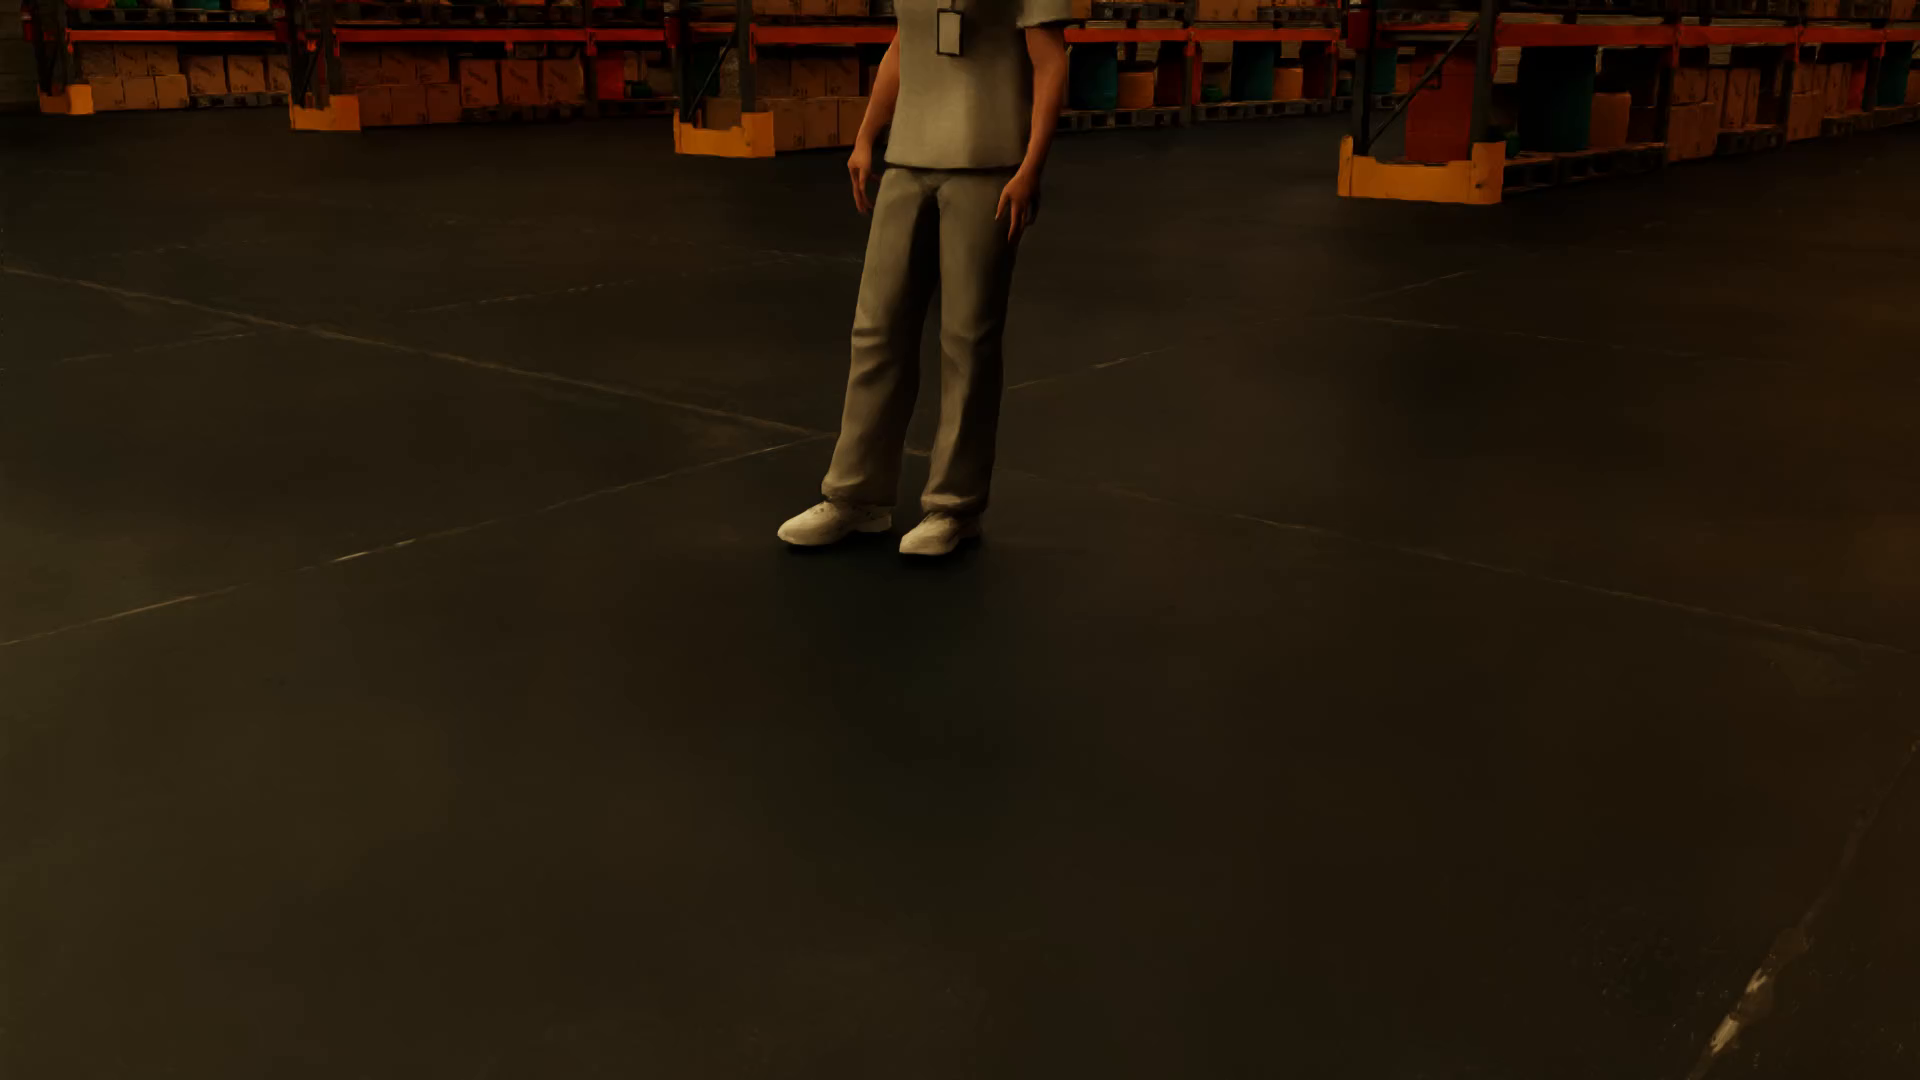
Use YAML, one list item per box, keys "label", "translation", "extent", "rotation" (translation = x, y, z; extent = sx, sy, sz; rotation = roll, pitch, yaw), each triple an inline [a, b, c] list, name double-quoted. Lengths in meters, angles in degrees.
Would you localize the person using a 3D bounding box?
- label: "person"
  translation: [-0.057, -0.794, 3.650]
  extent: [0.550, 1.673, 0.548]
  rotation: [13, 21, 37]
